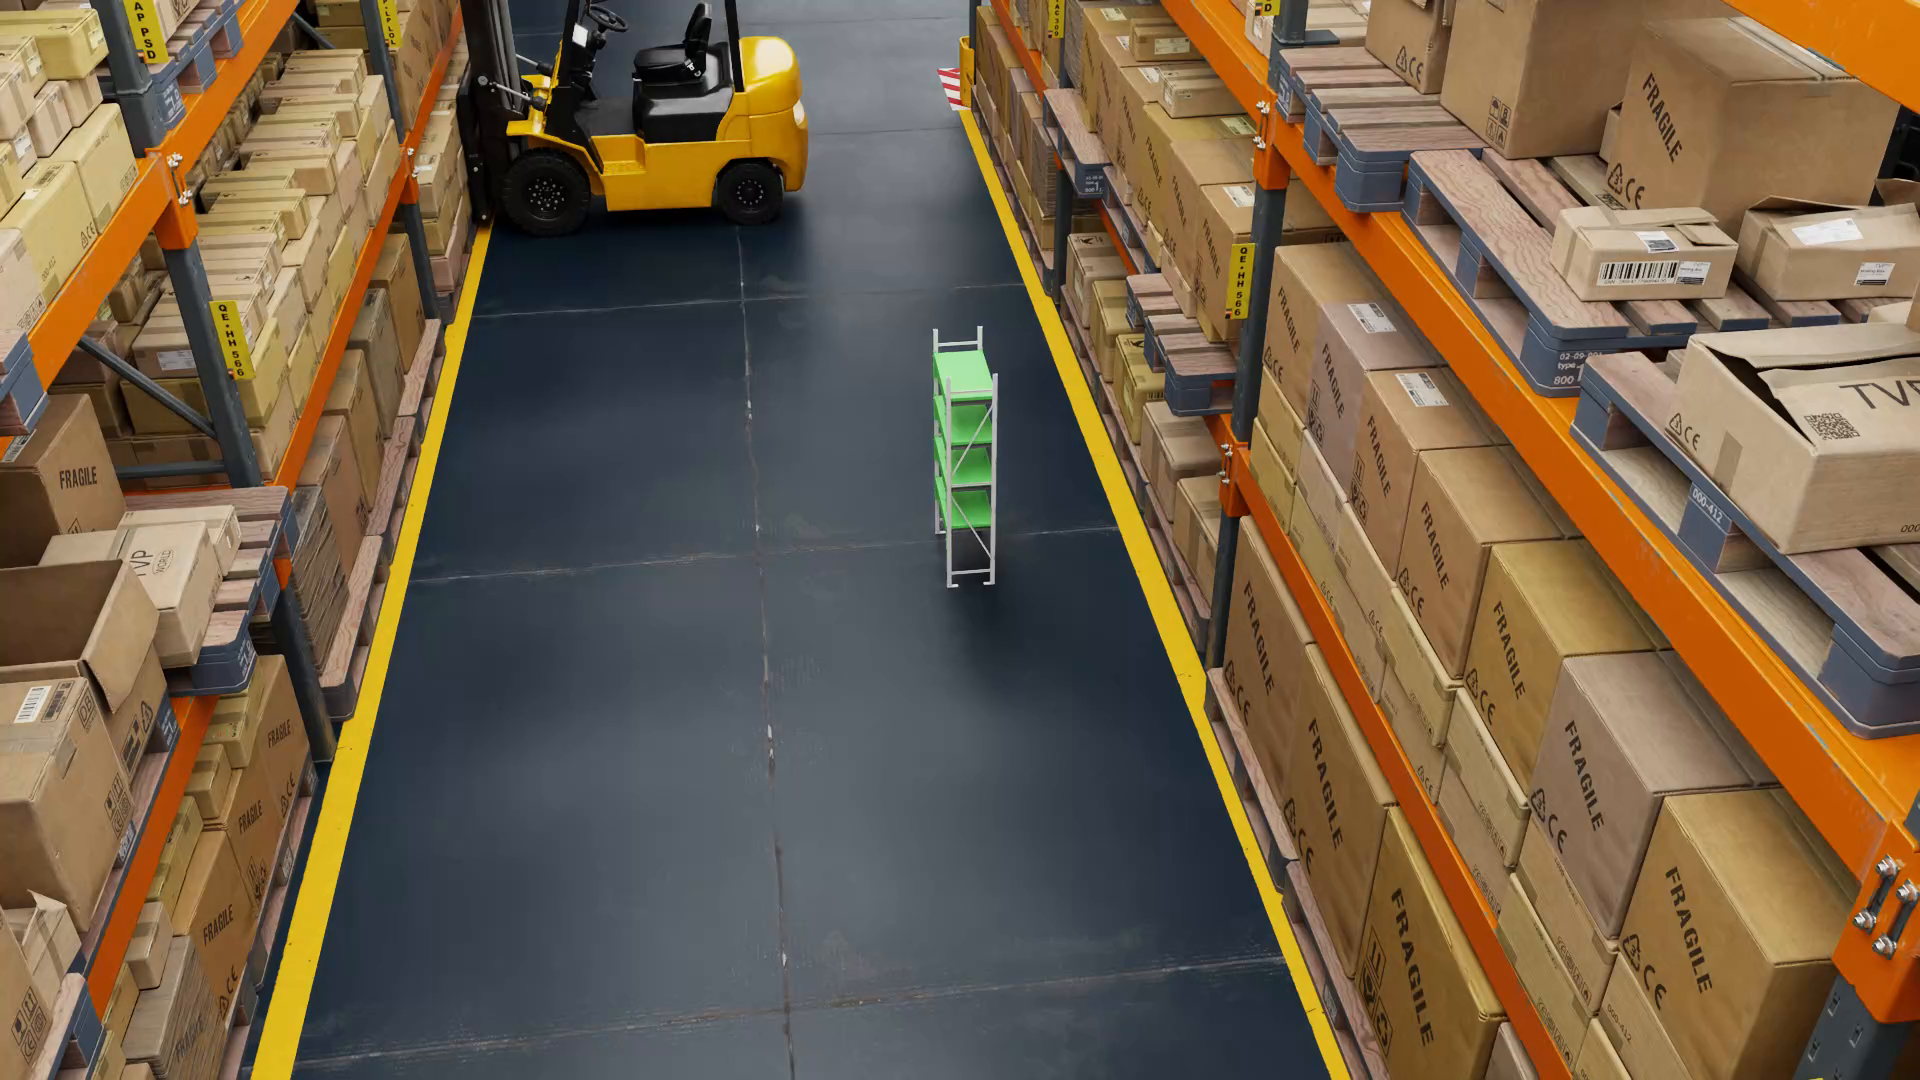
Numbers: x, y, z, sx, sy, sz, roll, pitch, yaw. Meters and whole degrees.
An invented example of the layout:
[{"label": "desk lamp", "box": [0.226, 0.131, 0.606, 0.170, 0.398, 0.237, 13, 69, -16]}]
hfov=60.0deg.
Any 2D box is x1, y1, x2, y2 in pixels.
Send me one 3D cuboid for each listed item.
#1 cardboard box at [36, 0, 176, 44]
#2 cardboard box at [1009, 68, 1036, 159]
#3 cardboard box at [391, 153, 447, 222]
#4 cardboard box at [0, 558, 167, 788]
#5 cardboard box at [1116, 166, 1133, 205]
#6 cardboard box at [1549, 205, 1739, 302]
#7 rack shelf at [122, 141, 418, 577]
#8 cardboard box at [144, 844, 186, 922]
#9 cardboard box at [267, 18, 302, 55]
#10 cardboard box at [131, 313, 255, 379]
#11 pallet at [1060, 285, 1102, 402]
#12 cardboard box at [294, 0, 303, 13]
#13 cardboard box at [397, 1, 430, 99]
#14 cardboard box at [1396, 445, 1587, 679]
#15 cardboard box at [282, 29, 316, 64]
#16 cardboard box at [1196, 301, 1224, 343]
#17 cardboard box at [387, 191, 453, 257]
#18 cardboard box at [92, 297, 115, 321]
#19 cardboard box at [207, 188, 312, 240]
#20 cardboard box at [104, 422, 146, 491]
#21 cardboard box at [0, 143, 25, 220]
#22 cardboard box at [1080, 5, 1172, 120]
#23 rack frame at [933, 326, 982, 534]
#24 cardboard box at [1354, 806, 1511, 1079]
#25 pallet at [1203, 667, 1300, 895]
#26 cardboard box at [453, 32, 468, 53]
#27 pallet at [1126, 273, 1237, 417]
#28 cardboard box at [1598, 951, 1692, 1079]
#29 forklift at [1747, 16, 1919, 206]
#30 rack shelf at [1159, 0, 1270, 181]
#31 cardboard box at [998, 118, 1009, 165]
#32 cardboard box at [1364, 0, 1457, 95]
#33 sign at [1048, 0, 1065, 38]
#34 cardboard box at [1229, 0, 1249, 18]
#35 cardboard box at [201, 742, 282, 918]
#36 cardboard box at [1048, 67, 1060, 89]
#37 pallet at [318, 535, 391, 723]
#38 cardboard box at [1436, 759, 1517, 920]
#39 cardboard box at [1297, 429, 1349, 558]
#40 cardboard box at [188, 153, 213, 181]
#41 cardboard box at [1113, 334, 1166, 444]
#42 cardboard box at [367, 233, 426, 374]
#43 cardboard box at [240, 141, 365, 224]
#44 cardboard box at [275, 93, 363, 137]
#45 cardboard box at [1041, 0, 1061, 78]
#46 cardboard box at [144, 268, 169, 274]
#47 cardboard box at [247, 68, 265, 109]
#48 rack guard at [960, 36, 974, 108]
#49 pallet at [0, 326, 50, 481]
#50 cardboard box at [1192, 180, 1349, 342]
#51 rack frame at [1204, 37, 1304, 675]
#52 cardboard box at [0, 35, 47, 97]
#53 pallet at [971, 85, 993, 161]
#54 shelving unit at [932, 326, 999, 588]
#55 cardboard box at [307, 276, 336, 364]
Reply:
[{"label": "cardboard box", "box": [-3.007, -1.829, 5.853, 0.380, 0.166, 0.250, -4, 35, -6]}, {"label": "cardboard box", "box": [0.634, -3.089, 12.022, 0.500, 0.500, 0.500, -3, 34, -4]}, {"label": "cardboard box", "box": [-3.553, -2.230, 10.540, 0.500, 0.250, 0.500, -5, 35, -7]}, {"label": "cardboard box", "box": [-2.858, 0.427, 4.995, 0.797, 0.503, 0.637, -5, 35, -7]}, {"label": "cardboard box", "box": [1.028, -1.872, 8.683, 0.380, 0.149, 0.250, -3, 34, -5]}, {"label": "cardboard box", "box": [1.792, -0.760, 4.373, 0.380, 0.166, 0.250, -2, 34, -2]}, {"label": "rack shelf", "box": [-3.530, -1.073, 8.299, 1.077, 0.370, 4.000, -4, 35, -6]}, {"label": "cardboard box", "box": [-2.860, 1.184, 5.620, 0.380, 0.149, 0.250, -5, 35, -7]}, {"label": "cardboard box", "box": [-4.097, -2.955, 9.758, 0.380, 0.149, 0.250, -5, 35, -7]}, {"label": "cardboard box", "box": [-3.012, -0.763, 6.542, 0.380, 0.149, 0.250, -3, 34, -5]}, {"label": "pallet", "box": [1.226, -1.277, 10.437, 1.003, 0.211, 1.213, -4, 35, -6]}, {"label": "cardboard box", "box": [-4.134, -3.217, 9.877, 0.380, 0.149, 0.250, -5, 35, -8]}, {"label": "cardboard box", "box": [-3.686, -3.084, 10.523, 0.500, 0.500, 0.500, -4, 34, -6]}, {"label": "cardboard box", "box": [1.676, 0.055, 5.029, 0.500, 0.500, 0.500, -4, 34, -6]}, {"label": "cardboard box", "box": [-4.127, -2.757, 10.044, 0.500, 0.500, 0.500, -5, 35, -7]}, {"label": "cardboard box", "box": [1.272, -1.011, 7.420, 0.380, 0.149, 0.250, -4, 34, -6]}, {"label": "cardboard box", "box": [-3.558, -2.023, 10.680, 0.500, 0.250, 0.500, -5, 35, -7]}, {"label": "cardboard box", "box": [-3.651, -0.867, 6.694, 0.380, 0.149, 0.250, -4, 34, -5]}, {"label": "cardboard box", "box": [-3.196, -1.483, 7.597, 0.380, 0.149, 0.250, -4, 34, -5]}, {"label": "cardboard box", "box": [-3.575, -0.423, 6.841, 0.500, 0.250, 0.500, -5, 35, -7]}, {"label": "cardboard box", "box": [-2.872, -0.986, 4.649, 0.380, 0.149, 0.250, -4, 35, -6]}, {"label": "cardboard box", "box": [0.966, -2.639, 9.233, 0.500, 0.500, 0.500, -4, 35, -6]}, {"label": "rack frame", "box": [-0.011, -0.540, 8.476, 0.240, 1.200, 0.015, -4, 35, -6]}, {"label": "cardboard box", "box": [1.903, 1.461, 5.456, 0.875, 0.875, 0.875, -3, 34, -5]}, {"label": "pallet", "box": [1.689, 0.966, 7.145, 1.003, 0.211, 1.213, -4, 35, -6]}, {"label": "cardboard box", "box": [-3.891, -3.651, 12.624, 0.500, 0.250, 0.500, -4, 34, -6]}, {"label": "pallet", "box": [1.456, -0.942, 7.639, 1.213, 0.211, 1.003, -4, 35, -6]}, {"label": "cardboard box", "box": [1.895, 1.228, 3.973, 0.500, 0.250, 0.500, -4, 35, -6]}, {"label": "forklift", "box": [3.959, -1.200, 7.908, 3.031, 2.935, 1.130, -24, 41, -30]}, {"label": "rack shelf", "box": [1.388, -2.690, 8.009, 1.077, 0.370, 4.000, -4, 35, -6]}, {"label": "cardboard box", "box": [0.563, -3.073, 12.665, 0.500, 0.250, 0.500, -2, 34, -3]}, {"label": "cardboard box", "box": [1.858, -1.889, 5.729, 0.797, 0.503, 0.637, -6, 35, -9]}, {"label": "sign", "box": [0.583, -3.176, 9.978, 0.100, 0.325, 0.005, -4, 35, -6]}, {"label": "cardboard box", "box": [1.540, -2.442, 6.918, 0.700, 0.500, 0.500, -4, 35, -6]}, {"label": "cardboard box", "box": [-2.934, 1.105, 6.311, 0.500, 0.500, 0.500, -5, 35, -7]}, {"label": "cardboard box", "box": [0.774, -2.916, 10.589, 0.380, 0.149, 0.250, -5, 35, -7]}, {"label": "pallet", "box": [-3.333, 0.436, 7.922, 1.003, 0.211, 1.213, -4, 35, -6]}, {"label": "cardboard box", "box": [1.769, 0.864, 4.952, 0.500, 0.250, 0.500, -5, 35, -8]}, {"label": "cardboard box", "box": [1.549, -0.186, 6.049, 0.500, 0.250, 0.500, -4, 34, -5]}, {"label": "cardboard box", "box": [-3.805, -1.729, 7.958, 0.380, 0.149, 0.250, -4, 34, -6]}, {"label": "cardboard box", "box": [1.388, -0.870, 9.324, 0.950, 0.372, 0.625, -3, 34, -5]}, {"label": "cardboard box", "box": [-3.717, -1.388, 9.859, 0.875, 0.625, 0.625, -3, 34, -4]}, {"label": "cardboard box", "box": [-3.340, -1.804, 8.422, 0.500, 0.250, 0.500, -4, 34, -5]}, {"label": "cardboard box", "box": [-3.333, -2.202, 8.652, 0.380, 0.149, 0.250, -5, 35, -8]}, {"label": "cardboard box", "box": [0.813, -3.257, 10.513, 0.500, 0.500, 0.500, -5, 35, -8]}, {"label": "cardboard box", "box": [-3.732, -1.193, 7.526, 0.500, 0.250, 0.500, -5, 35, -7]}, {"label": "cardboard box", "box": [-3.980, -2.429, 8.986, 0.380, 0.149, 0.250, -5, 35, -8]}, {"label": "rack guard", "box": [0.592, -4.021, 14.206, 1.175, 0.500, 0.348, -4, 35, -6]}, {"label": "pallet", "box": [-2.884, -0.131, 3.782, 1.213, 0.211, 1.003, -4, 35, -6]}, {"label": "cardboard box", "box": [1.321, -1.202, 7.125, 0.500, 0.500, 0.500, -5, 35, -8]}, {"label": "rack frame", "box": [1.657, -0.632, 7.013, 1.000, 3.000, 0.127, -4, 35, -6]}, {"label": "cardboard box", "box": [-2.991, -1.395, 4.984, 0.380, 0.149, 0.250, -5, 35, -8]}, {"label": "pallet", "box": [0.666, -3.445, 13.618, 1.003, 0.211, 1.213, -4, 35, -6]}, {"label": "shelving unit", "box": [0.022, -0.403, 8.277, 0.258, 1.200, 0.503, -4, 35, -6]}, {"label": "cardboard box", "box": [-3.217, -1.026, 7.725, 0.500, 0.250, 0.500, -5, 35, -8]}]
